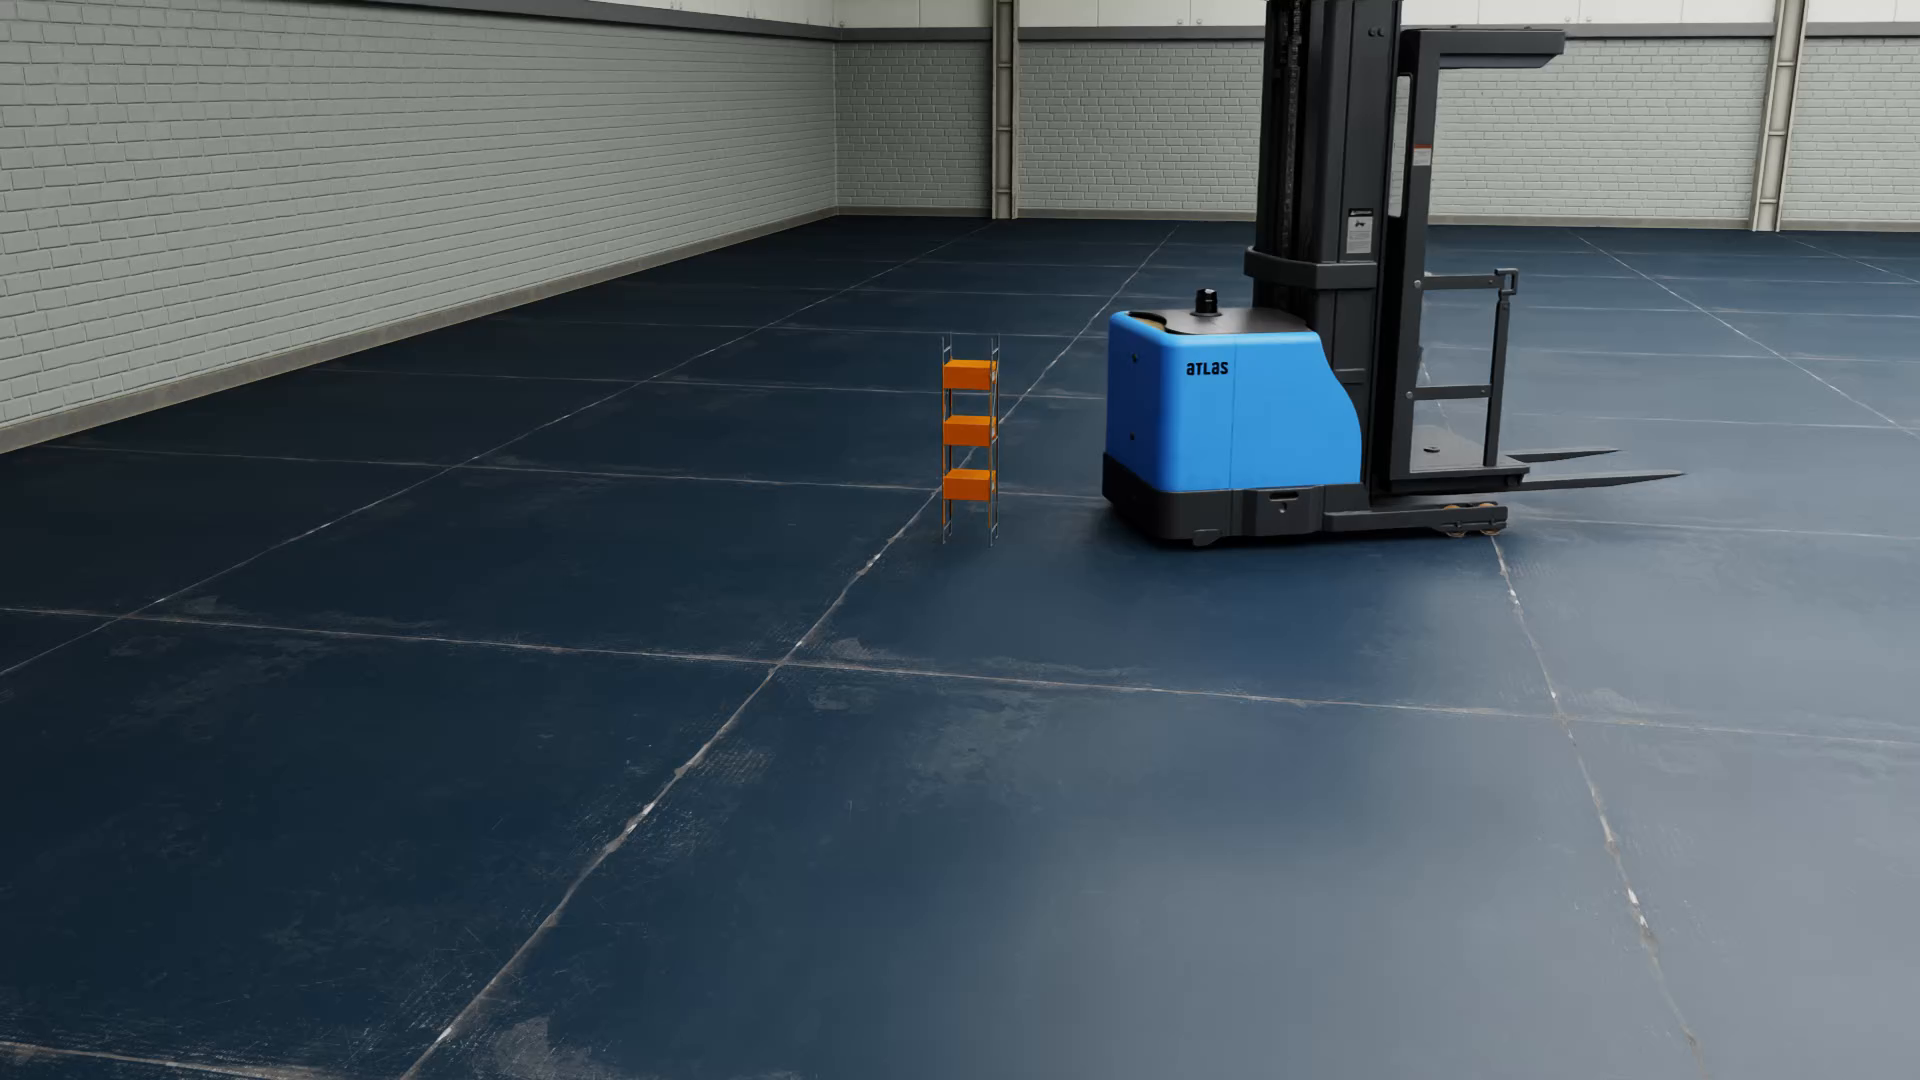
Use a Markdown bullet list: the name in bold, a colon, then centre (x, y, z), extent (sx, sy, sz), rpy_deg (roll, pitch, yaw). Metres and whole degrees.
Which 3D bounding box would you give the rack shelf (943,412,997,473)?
- **rack shelf**: centre (0.052, -0.493, 8.344), extent (0.240, 0.259, 0.215), rpy_deg (3, 16, 11)

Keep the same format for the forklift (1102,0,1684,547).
- **forklift**: centre (2.351, -1.559, 8.630), extent (3.031, 2.935, 1.130), rpy_deg (-3, 16, -11)

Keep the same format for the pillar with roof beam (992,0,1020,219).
- **pillar with roof beam**: centre (-0.097, -8.676, 22.955), extent (0.400, 9.000, 9.100), rpy_deg (3, 16, 11)

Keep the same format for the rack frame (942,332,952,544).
- **rack frame**: centre (-0.067, -0.510, 8.365), extent (0.008, 1.050, 0.200), rpy_deg (3, 16, 11)

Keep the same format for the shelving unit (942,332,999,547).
- **shelving unit**: centre (0.052, -0.503, 8.342), extent (0.252, 1.050, 0.215), rpy_deg (3, 16, 11)

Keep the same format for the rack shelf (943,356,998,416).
- **rack shelf**: centre (0.052, -0.766, 8.269), extent (0.240, 0.259, 0.215), rpy_deg (3, 16, 11)

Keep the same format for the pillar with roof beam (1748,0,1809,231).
- **pillar with roof beam**: centre (11.662, -8.037, 20.650), extent (0.400, 9.000, 9.100), rpy_deg (3, 16, 11)

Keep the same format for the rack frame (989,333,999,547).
- **rack frame**: centre (0.172, -0.497, 8.318), extent (0.008, 1.050, 0.200), rpy_deg (3, 16, 11)

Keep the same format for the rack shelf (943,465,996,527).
- **rack shelf**: centre (0.052, -0.225, 8.419), extent (0.240, 0.259, 0.215), rpy_deg (3, 16, 11)
